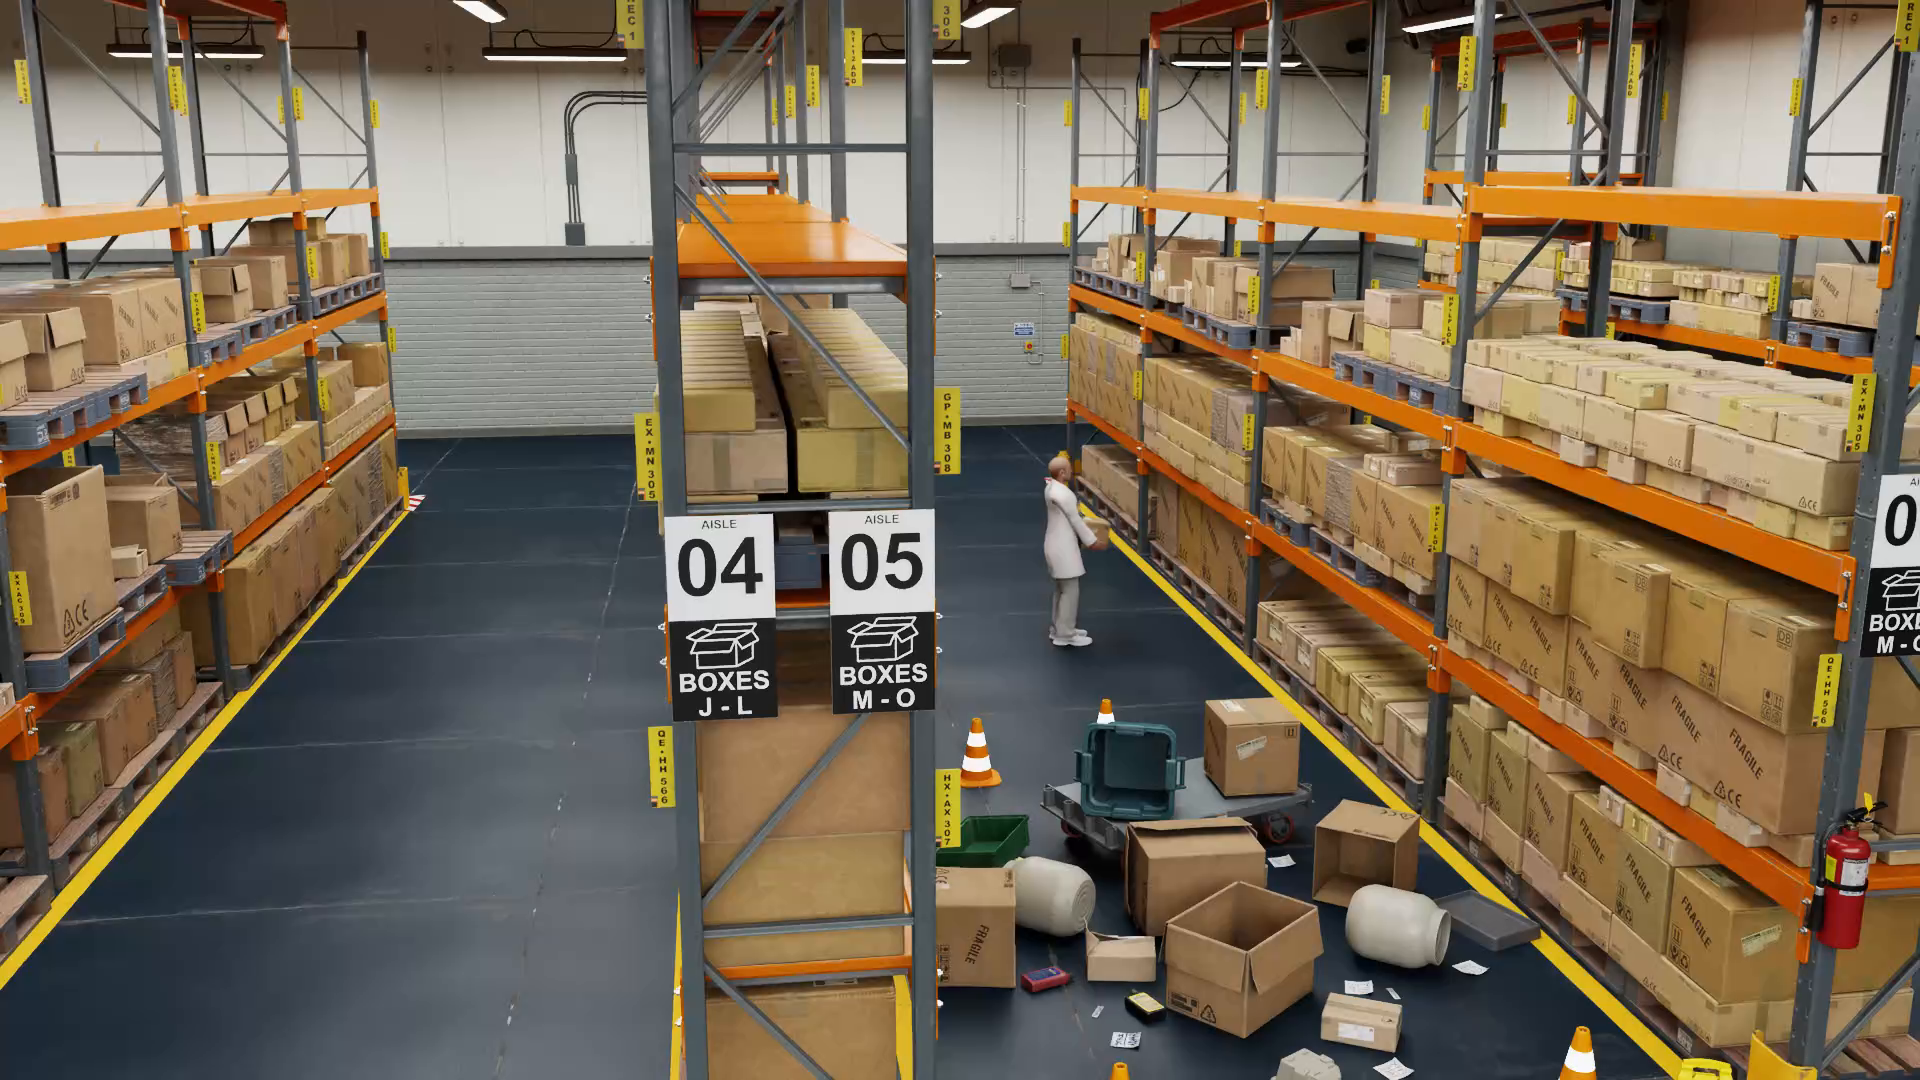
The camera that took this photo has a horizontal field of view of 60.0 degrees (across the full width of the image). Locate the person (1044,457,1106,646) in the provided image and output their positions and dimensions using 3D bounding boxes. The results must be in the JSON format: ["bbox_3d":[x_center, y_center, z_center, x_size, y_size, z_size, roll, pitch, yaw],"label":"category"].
[{"bbox_3d":[1.069,0.094,15.613,0.554,1.779,0.520,-2,13,-9],"label":"person"}]
